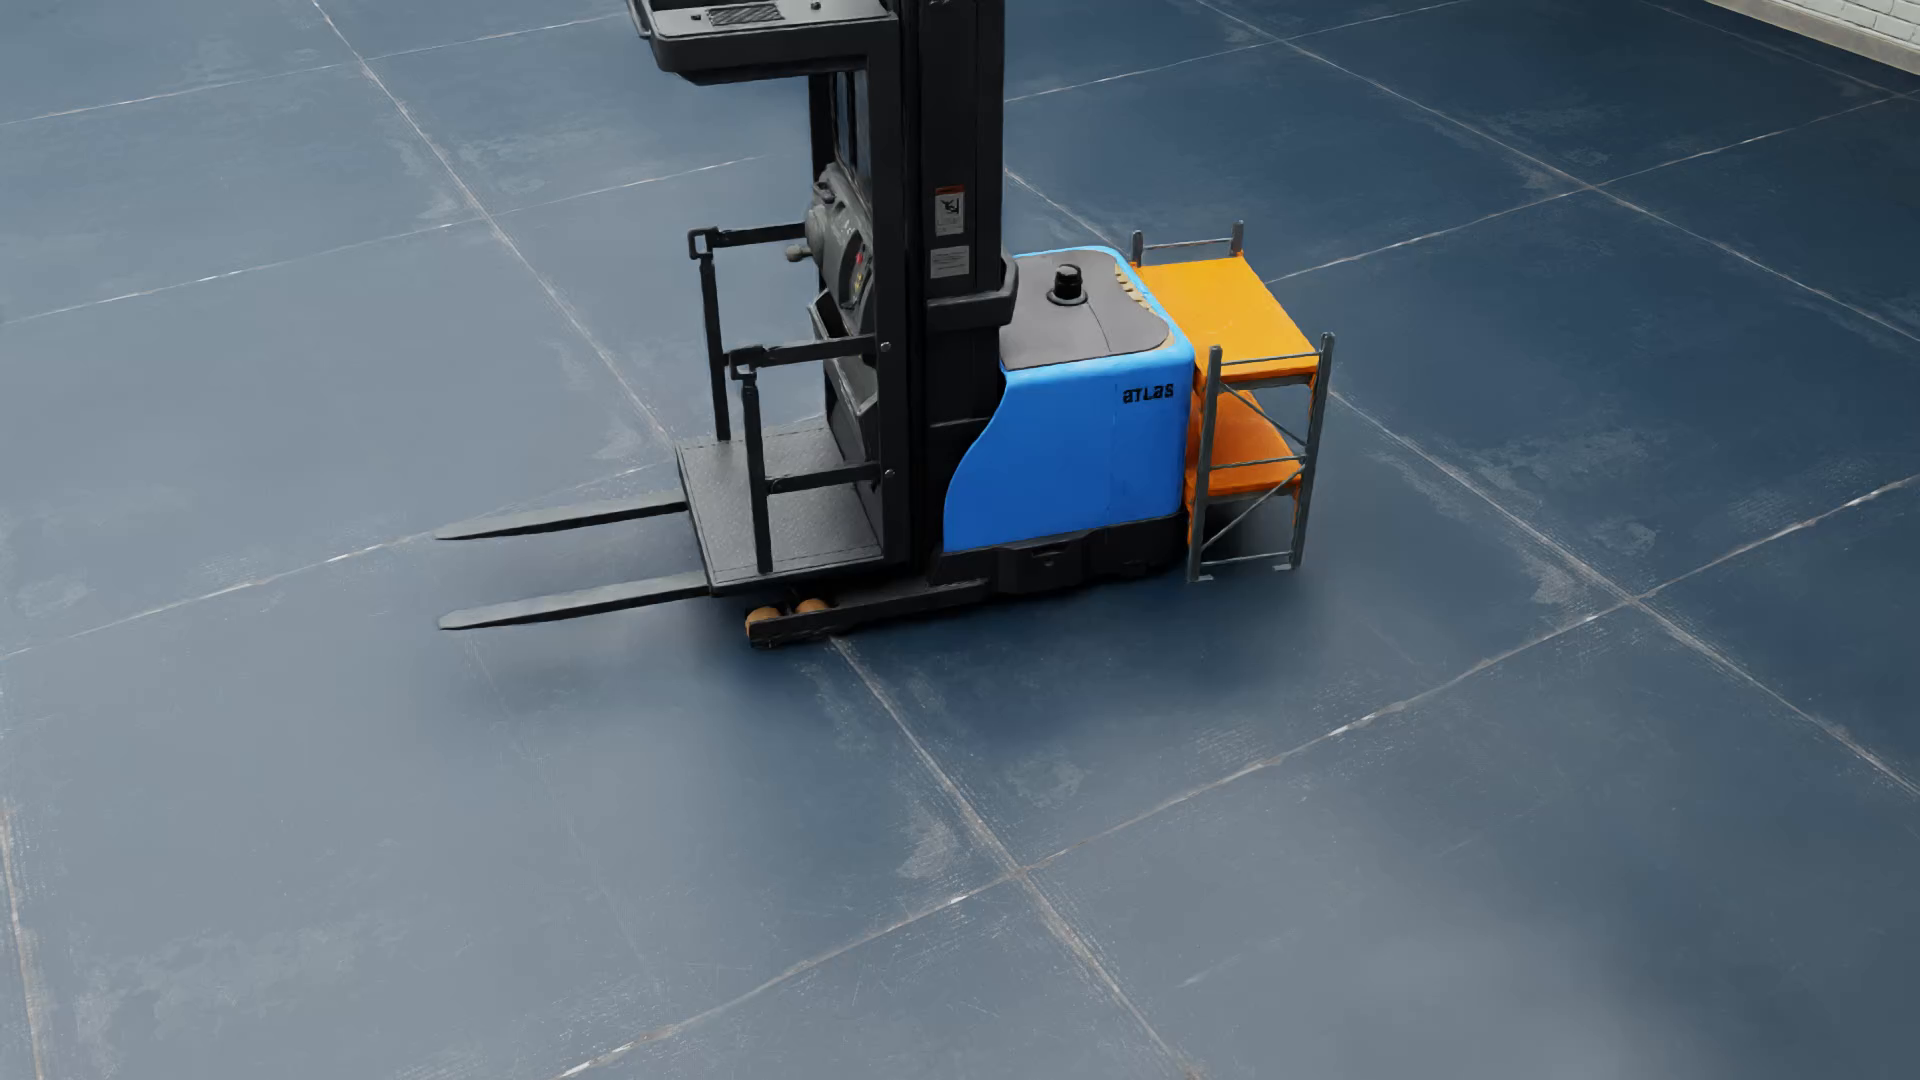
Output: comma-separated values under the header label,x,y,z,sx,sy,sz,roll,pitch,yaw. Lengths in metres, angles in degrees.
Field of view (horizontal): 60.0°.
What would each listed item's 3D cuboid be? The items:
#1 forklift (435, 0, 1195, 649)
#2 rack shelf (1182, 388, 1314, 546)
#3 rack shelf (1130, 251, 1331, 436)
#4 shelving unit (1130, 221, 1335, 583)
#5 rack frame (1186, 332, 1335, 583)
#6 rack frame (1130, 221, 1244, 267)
label,x,y,z,sx,sy,sz,roll,pitch,yaw
forklift,-0.639,-1.097,6.266,3.031,2.935,1.130,-9,37,-13
rack shelf,1.095,-0.408,7.269,0.538,0.278,1.000,-7,37,-10
rack shelf,1.095,-0.841,6.952,0.538,0.278,1.000,-7,37,-10
shelving unit,1.095,-0.605,7.125,0.538,1.125,1.048,-7,37,-10
rack frame,1.203,-0.312,6.724,0.500,1.125,0.032,-7,37,-10
rack frame,0.988,-0.898,7.526,0.500,1.125,0.032,-7,37,-10
